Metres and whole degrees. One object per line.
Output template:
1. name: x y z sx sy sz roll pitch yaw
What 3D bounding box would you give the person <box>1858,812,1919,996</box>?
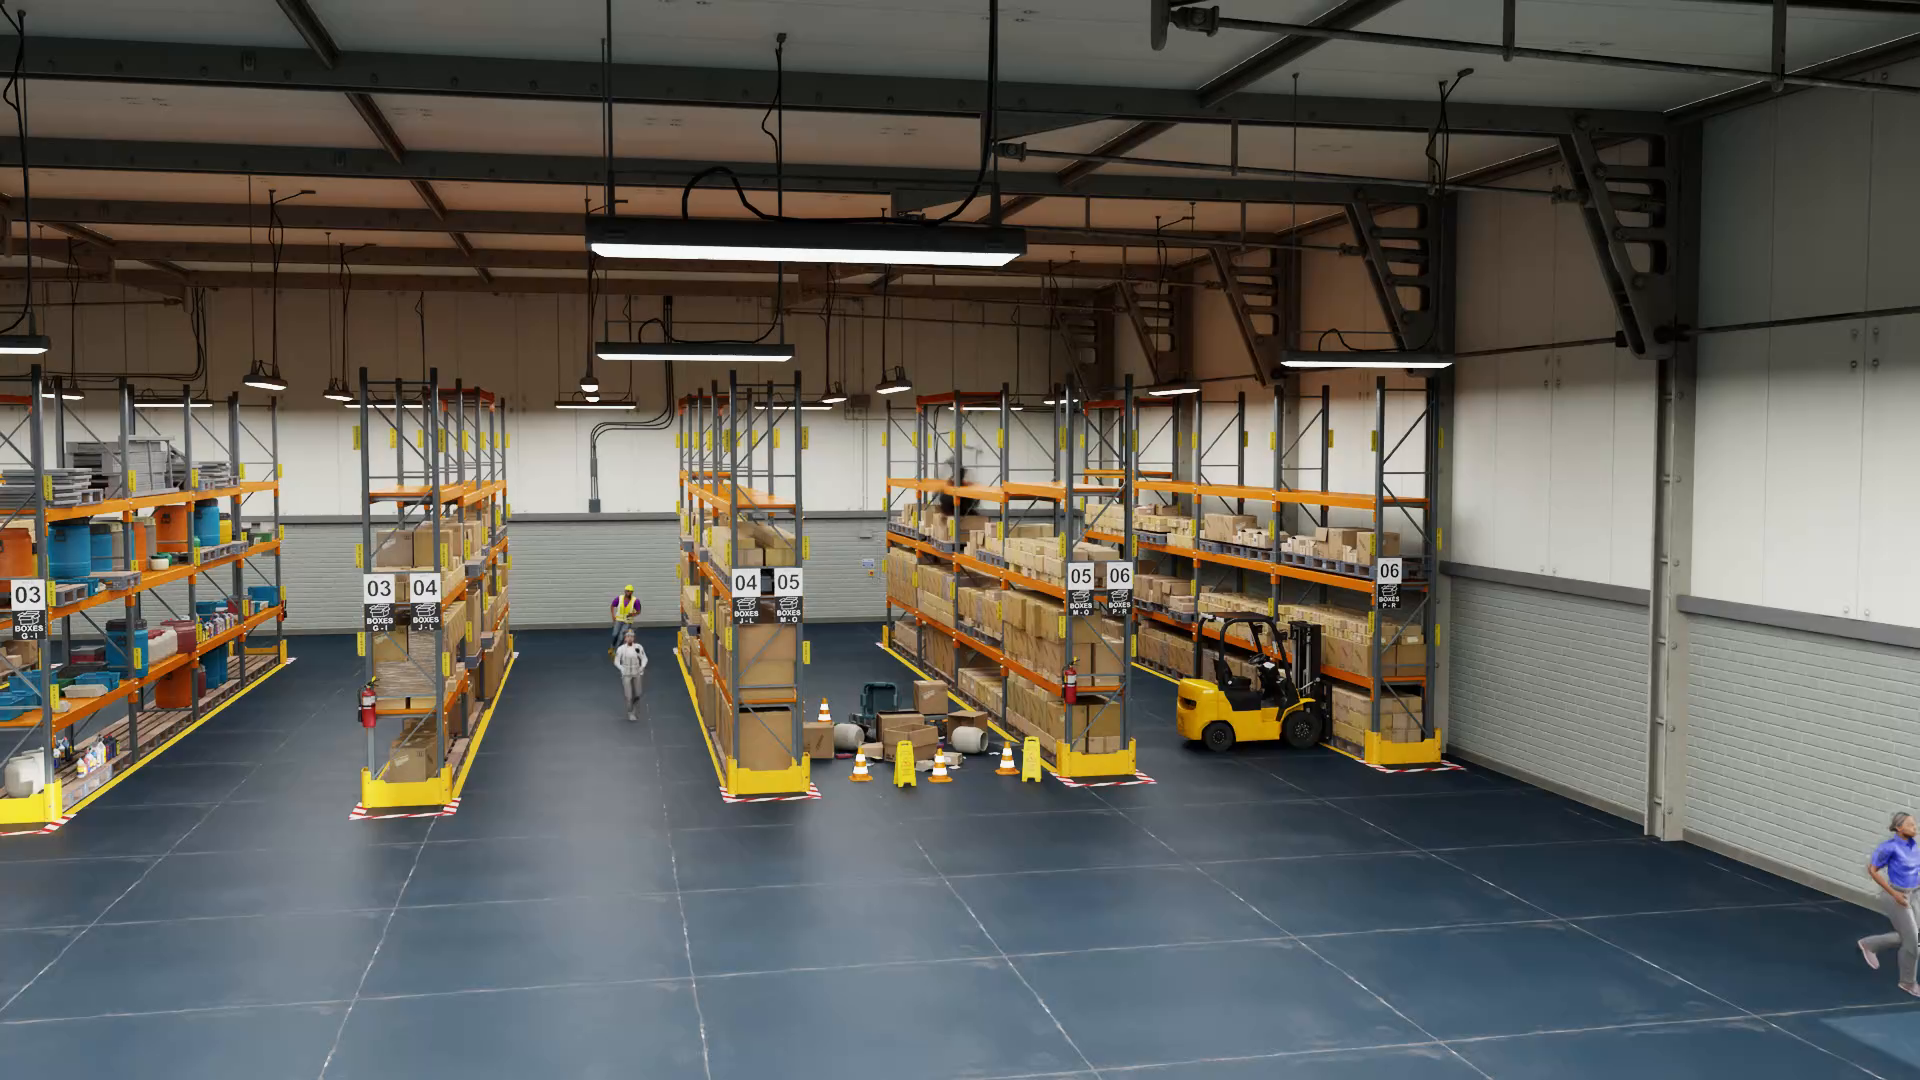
1. person: 8.560 3.294 15.241 0.589 1.642 0.734 -2 4 -29

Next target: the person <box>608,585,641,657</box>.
1. person: -7.766 1.875 38.420 0.784 1.667 0.551 0 3 -7

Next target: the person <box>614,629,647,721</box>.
1. person: -5.871 2.405 29.710 0.592 1.651 0.519 -1 4 -16
